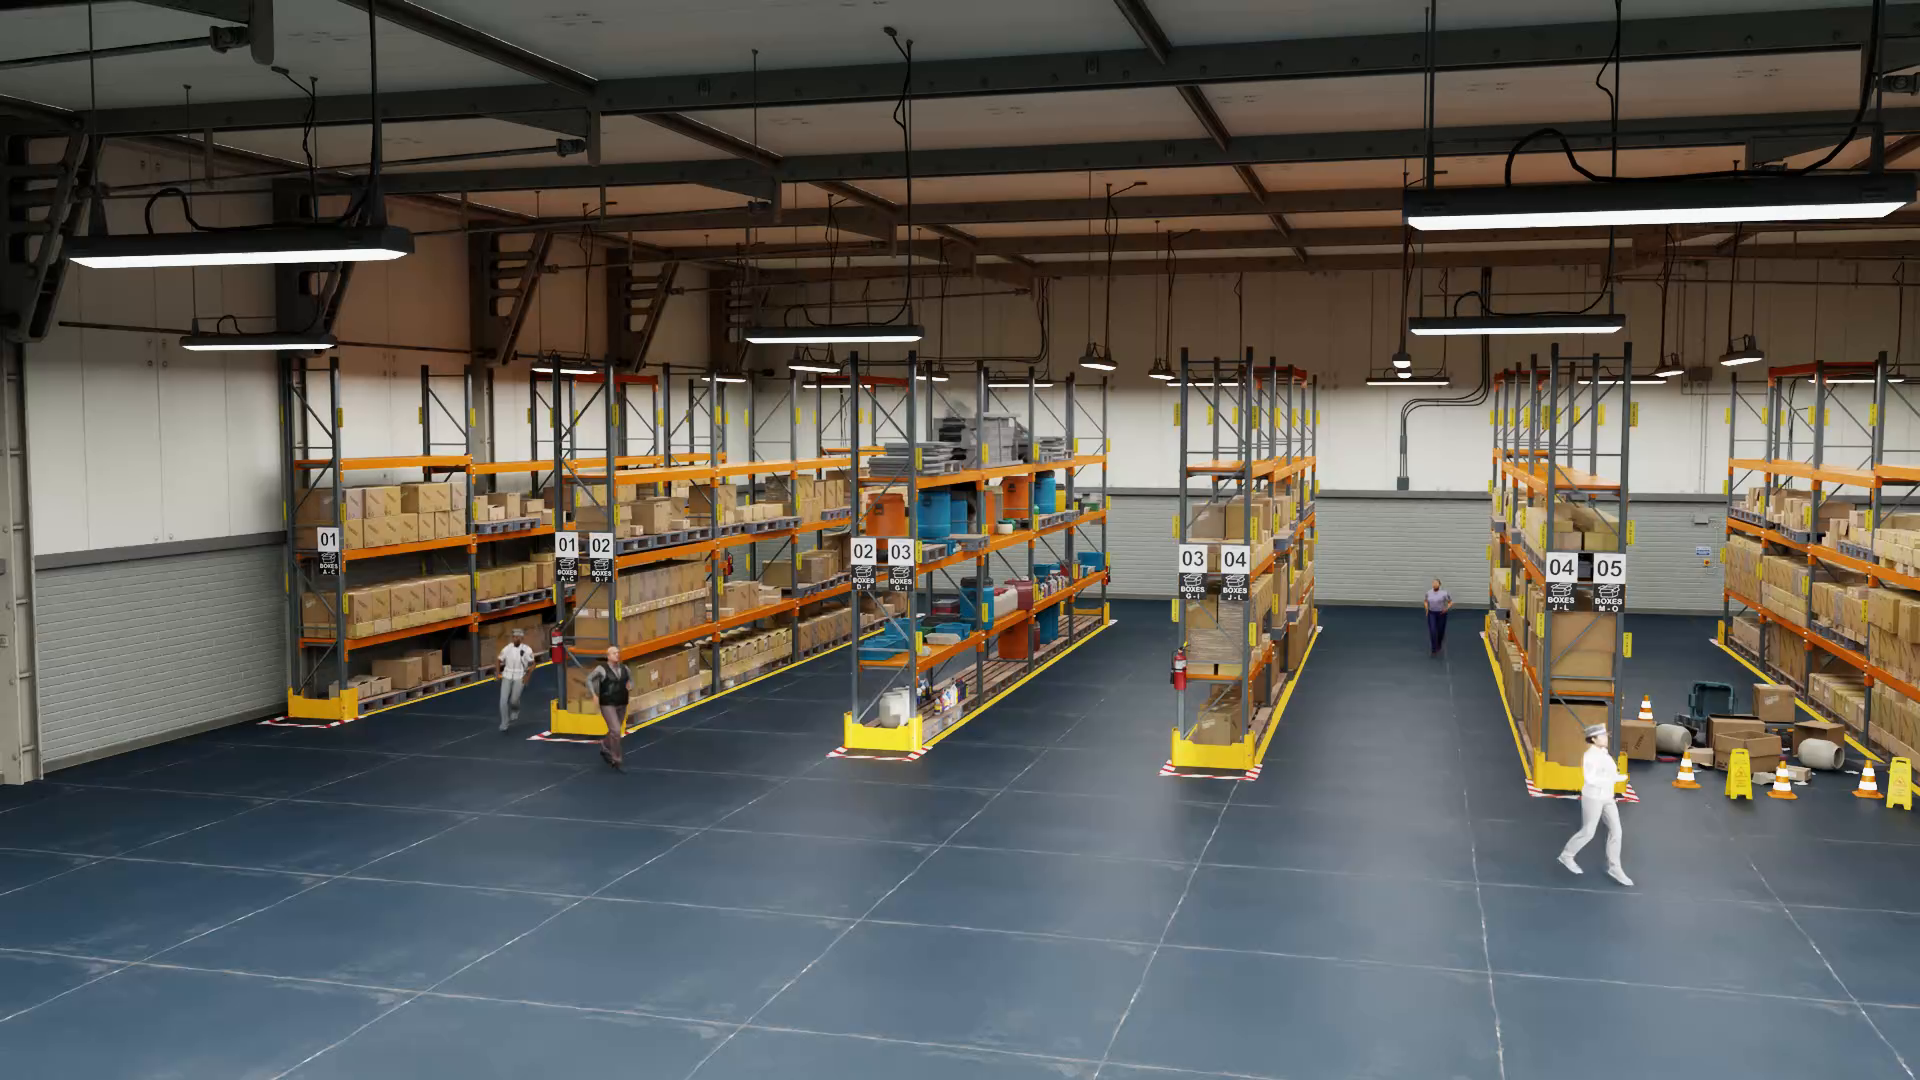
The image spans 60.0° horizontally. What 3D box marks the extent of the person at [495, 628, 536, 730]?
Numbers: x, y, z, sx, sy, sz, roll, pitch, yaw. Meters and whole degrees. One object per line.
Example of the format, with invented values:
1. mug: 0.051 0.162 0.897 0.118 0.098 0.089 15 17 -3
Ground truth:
1. person: -7.168 2.234 26.803 0.625 1.645 0.524 0 4 -1

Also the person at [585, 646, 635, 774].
1. person: -4.933 2.391 23.666 0.828 1.763 0.636 4 6 43

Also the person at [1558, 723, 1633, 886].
1. person: 6.880 2.821 17.966 0.600 1.730 0.785 -4 6 -42

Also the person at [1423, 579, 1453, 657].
1. person: 10.070 1.632 35.080 0.602 1.638 0.686 2 5 22
